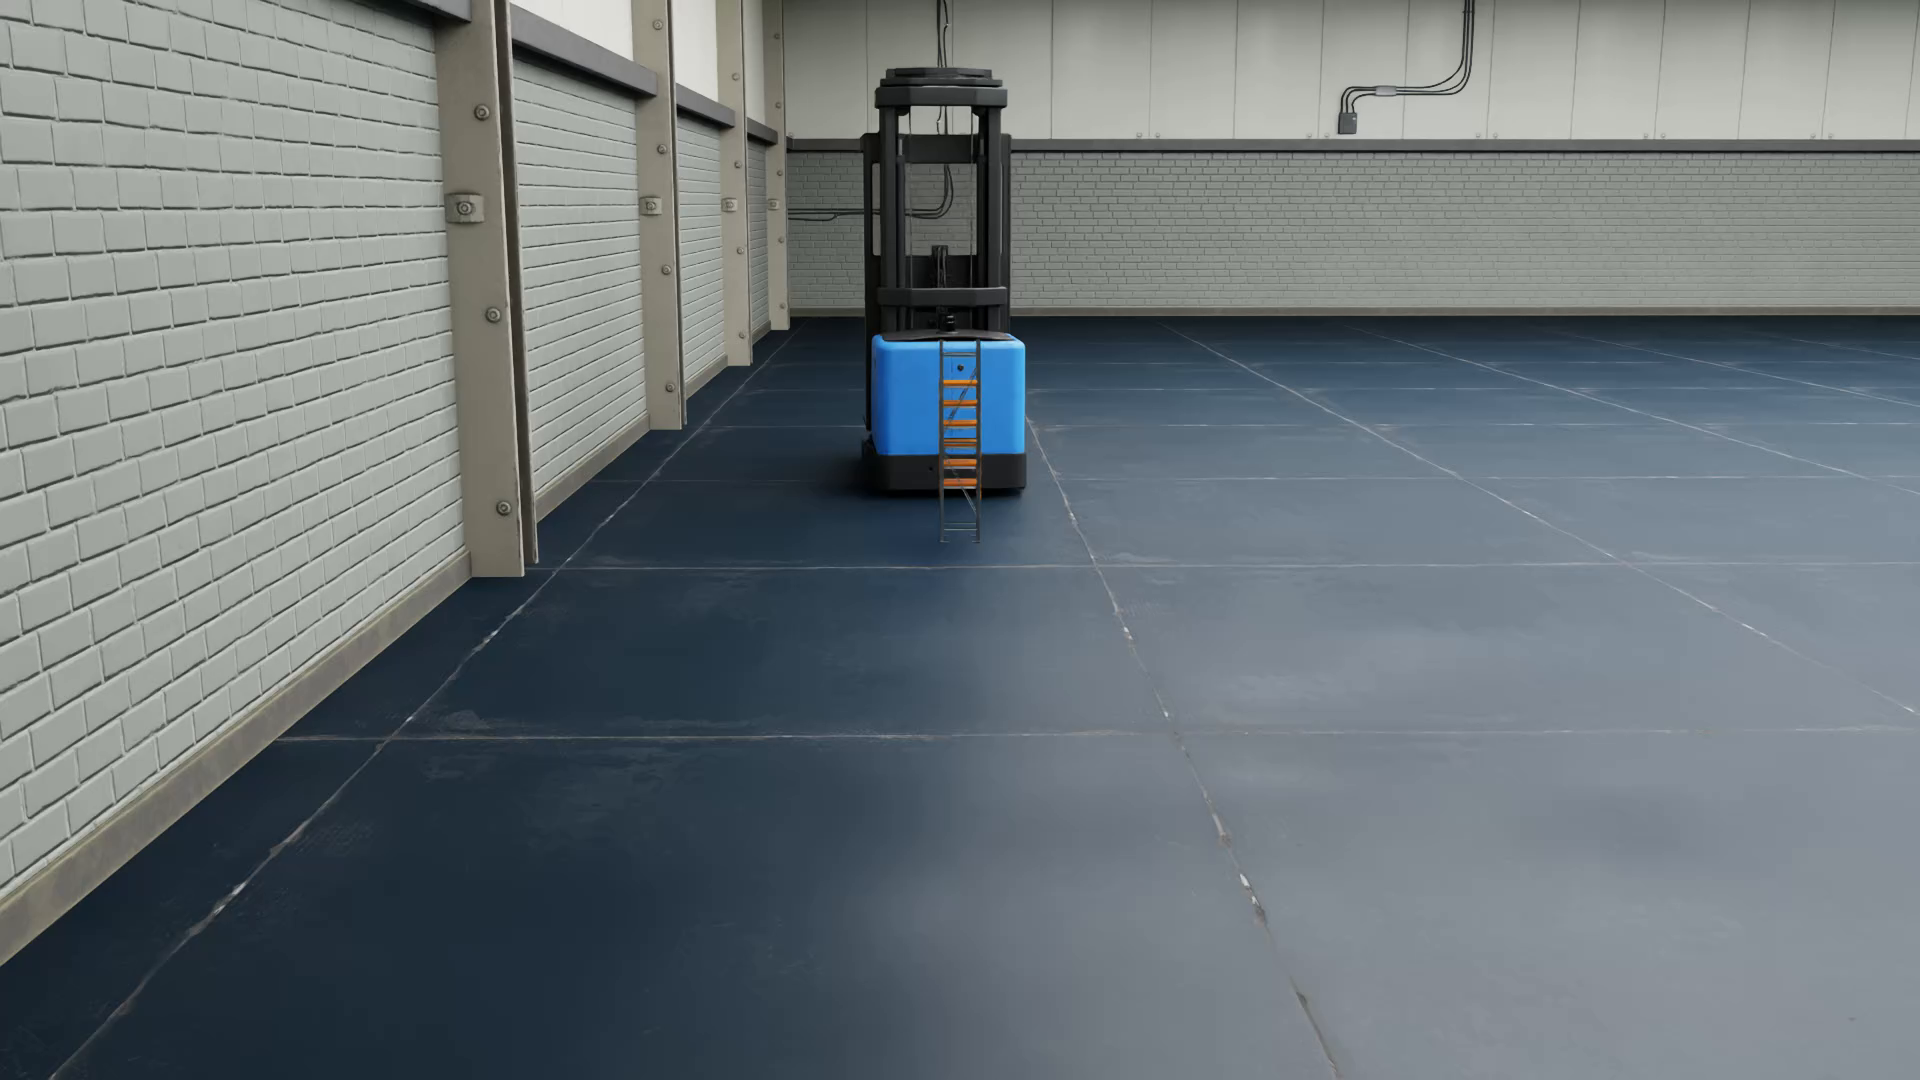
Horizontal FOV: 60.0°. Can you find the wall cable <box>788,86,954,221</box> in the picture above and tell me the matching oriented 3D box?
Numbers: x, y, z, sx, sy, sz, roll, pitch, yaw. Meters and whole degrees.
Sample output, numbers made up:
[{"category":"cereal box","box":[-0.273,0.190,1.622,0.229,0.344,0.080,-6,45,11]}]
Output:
[{"category":"wall cable","box":[-1.658,-6.895,29.225,3.097,2.526,0.112,0,11,-1]}]

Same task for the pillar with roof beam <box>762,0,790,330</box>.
[{"category":"pillar with roof beam","box":[1.385,-7.844,26.090,9.100,9.000,0.400,0,11,-1]}]

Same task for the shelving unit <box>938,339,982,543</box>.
[{"category":"shelving unit","box":[0.000,-0.591,9.954,0.258,1.200,0.189,0,11,-1]}]

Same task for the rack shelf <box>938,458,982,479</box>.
[{"category":"rack shelf","box":[0.000,-0.430,9.987,0.258,0.103,0.180,0,11,-1]}]

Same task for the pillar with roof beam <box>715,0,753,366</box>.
[{"category":"pillar with roof beam","box":[1.509,-6.651,20.211,9.100,9.000,0.400,0,11,-1]}]

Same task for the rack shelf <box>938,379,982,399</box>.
[{"category":"rack shelf","box":[0.000,-0.900,9.891,0.258,0.103,0.180,0,11,-1]}]

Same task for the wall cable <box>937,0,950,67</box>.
[{"category":"wall cable","box":[1.047,-9.382,28.777,3.097,2.526,0.112,0,11,-1]}]

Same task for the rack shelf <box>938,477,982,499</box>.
[{"category":"rack shelf","box":[0.000,-0.312,10.011,0.258,0.103,0.180,0,11,-1]}]

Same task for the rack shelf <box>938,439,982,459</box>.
[{"category":"rack shelf","box":[0.000,-0.547,9.963,0.258,0.103,0.180,0,11,-1]}]

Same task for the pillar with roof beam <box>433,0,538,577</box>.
[{"category":"pillar with roof beam","box":[1.757,-4.266,8.453,9.100,9.000,0.400,0,11,-1]}]

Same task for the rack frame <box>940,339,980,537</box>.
[{"category":"rack frame","box":[-0.002,-0.609,10.044,0.240,1.200,0.006,0,11,-1]}]

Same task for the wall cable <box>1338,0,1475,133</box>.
[{"category":"wall cable","box":[7.834,-10.120,28.755,2.305,6.003,0.169,0,11,-1]}]

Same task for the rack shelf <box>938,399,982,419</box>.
[{"category":"rack shelf","box":[0.000,-0.783,9.915,0.258,0.103,0.180,0,11,-1]}]

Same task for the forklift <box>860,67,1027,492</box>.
[{"category":"forklift","box":[-0.191,-2.015,12.617,1.130,2.935,3.031,-1,12,-5]}]

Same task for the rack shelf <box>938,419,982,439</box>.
[{"category":"rack shelf","box":[0.000,-0.665,9.939,0.258,0.103,0.180,0,11,-1]}]

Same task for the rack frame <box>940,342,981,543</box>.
[{"category":"rack frame","box":[0.002,-0.573,9.864,0.240,1.200,0.006,0,11,-1]}]

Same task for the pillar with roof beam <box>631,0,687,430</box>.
[{"category":"pillar with roof beam","box":[1.633,-5.459,14.332,9.100,9.000,0.400,0,11,-1]}]
